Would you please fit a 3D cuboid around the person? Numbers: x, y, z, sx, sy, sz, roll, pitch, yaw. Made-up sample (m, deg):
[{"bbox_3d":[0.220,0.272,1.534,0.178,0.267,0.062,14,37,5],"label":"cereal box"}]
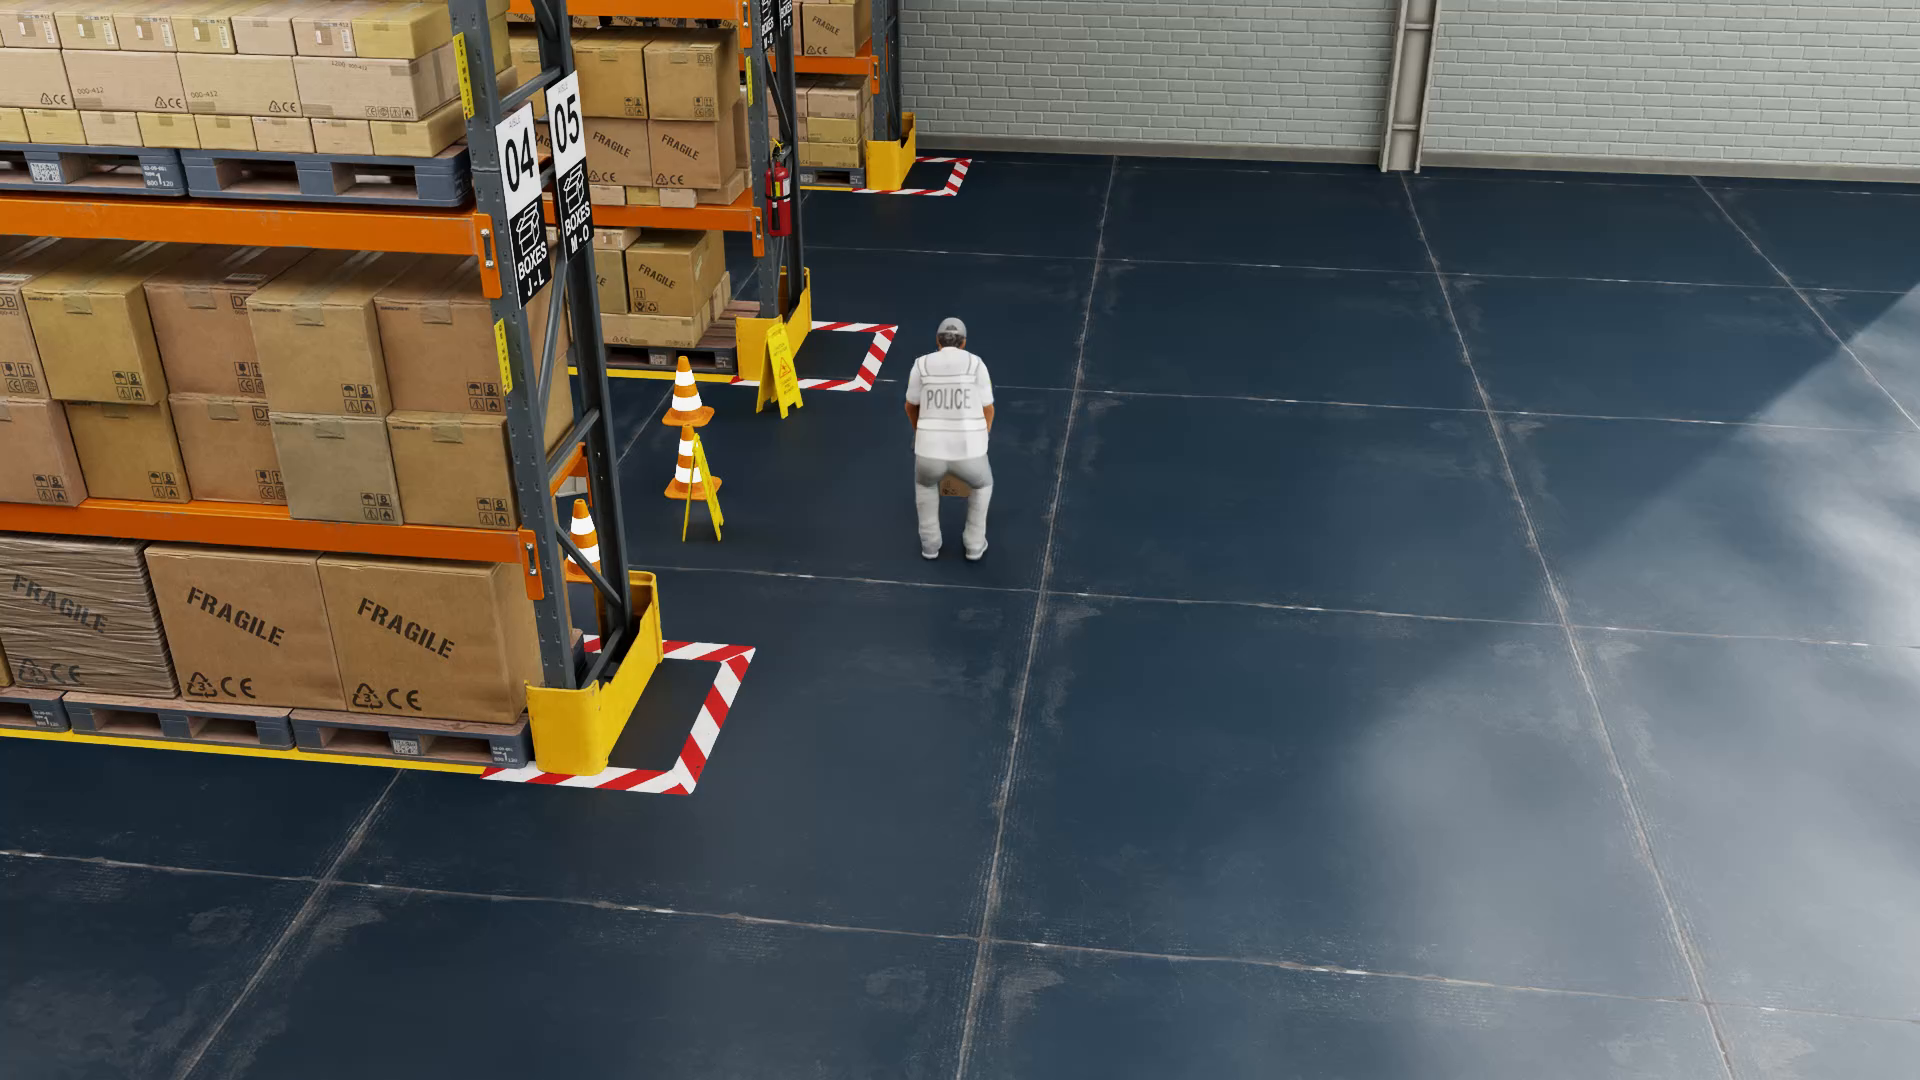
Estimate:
[{"bbox_3d":[-0.071,-0.574,9.932,0.532,1.432,0.691,4,29,7],"label":"person"}]
